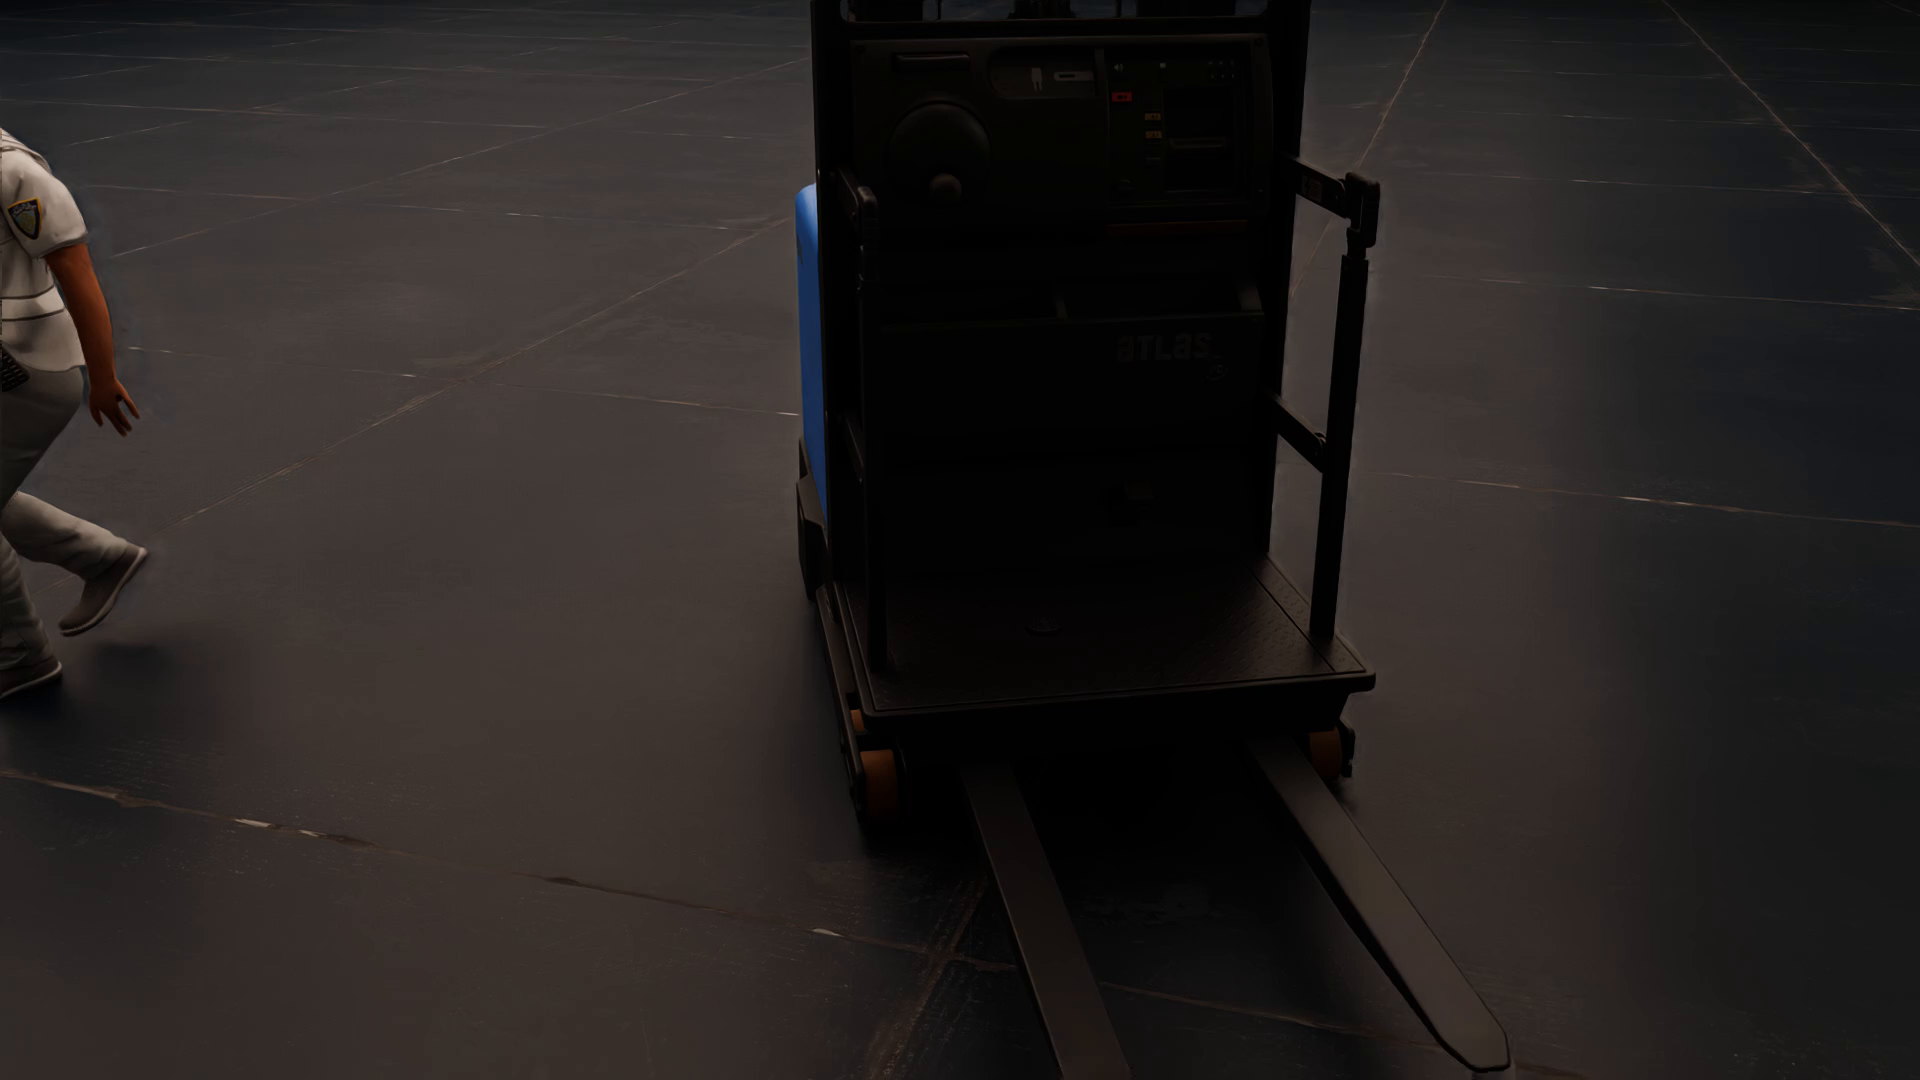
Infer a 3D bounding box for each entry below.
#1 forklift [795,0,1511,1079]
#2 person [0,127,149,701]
[{"bbox_3d":[0.266,-0.884,3.421,1.130,2.935,3.031,-4,23,-9],"label":"forklift"},{"bbox_3d":[-2.327,-0.390,3.981,0.595,1.610,0.630,-16,27,-34],"label":"person"}]
